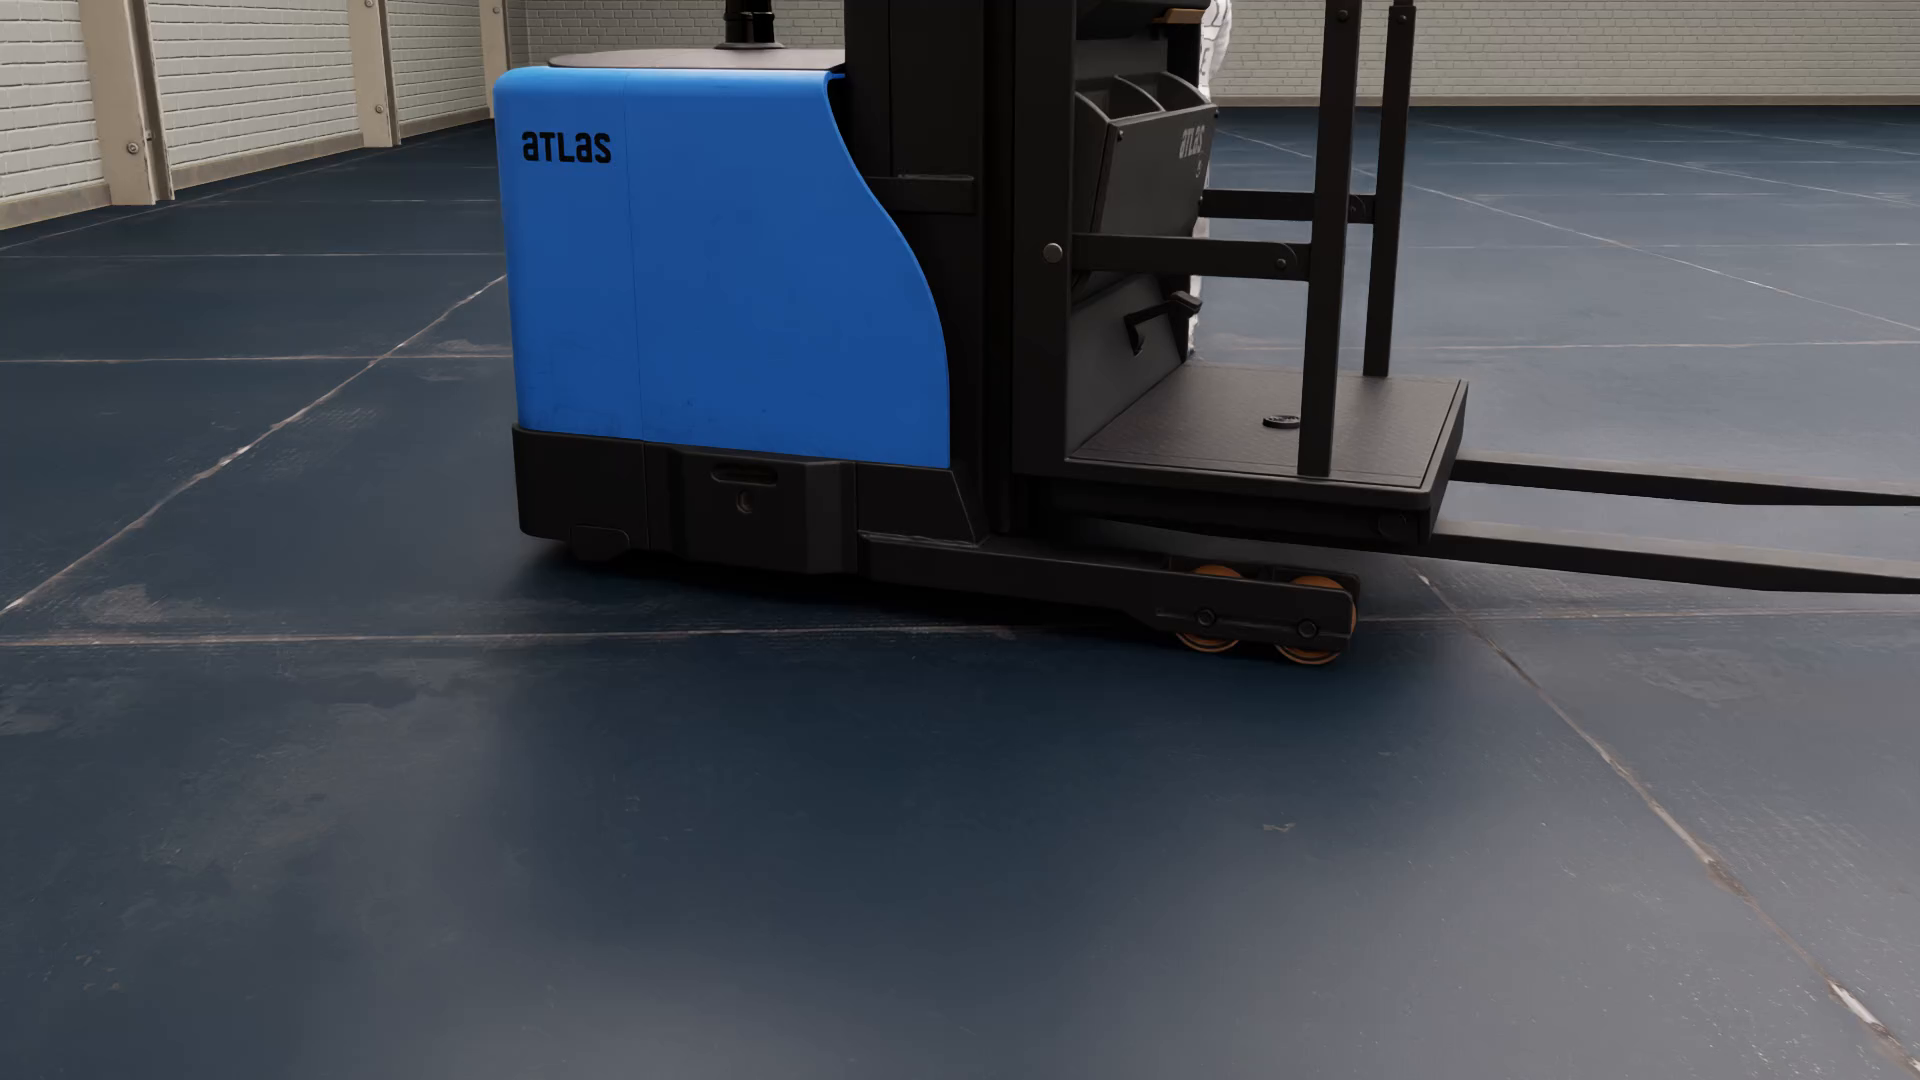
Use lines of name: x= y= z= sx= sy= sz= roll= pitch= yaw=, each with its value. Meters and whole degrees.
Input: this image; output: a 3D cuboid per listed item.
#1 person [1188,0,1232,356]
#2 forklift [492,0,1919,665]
person: x=0.724 y=-1.446 z=6.016 sx=0.506 sy=1.597 sz=0.883 roll=-1 pitch=17 yaw=-4
forklift: x=0.575 y=-1.340 z=3.290 sx=3.031 sy=2.935 sz=1.130 roll=6 pitch=18 yaw=19
